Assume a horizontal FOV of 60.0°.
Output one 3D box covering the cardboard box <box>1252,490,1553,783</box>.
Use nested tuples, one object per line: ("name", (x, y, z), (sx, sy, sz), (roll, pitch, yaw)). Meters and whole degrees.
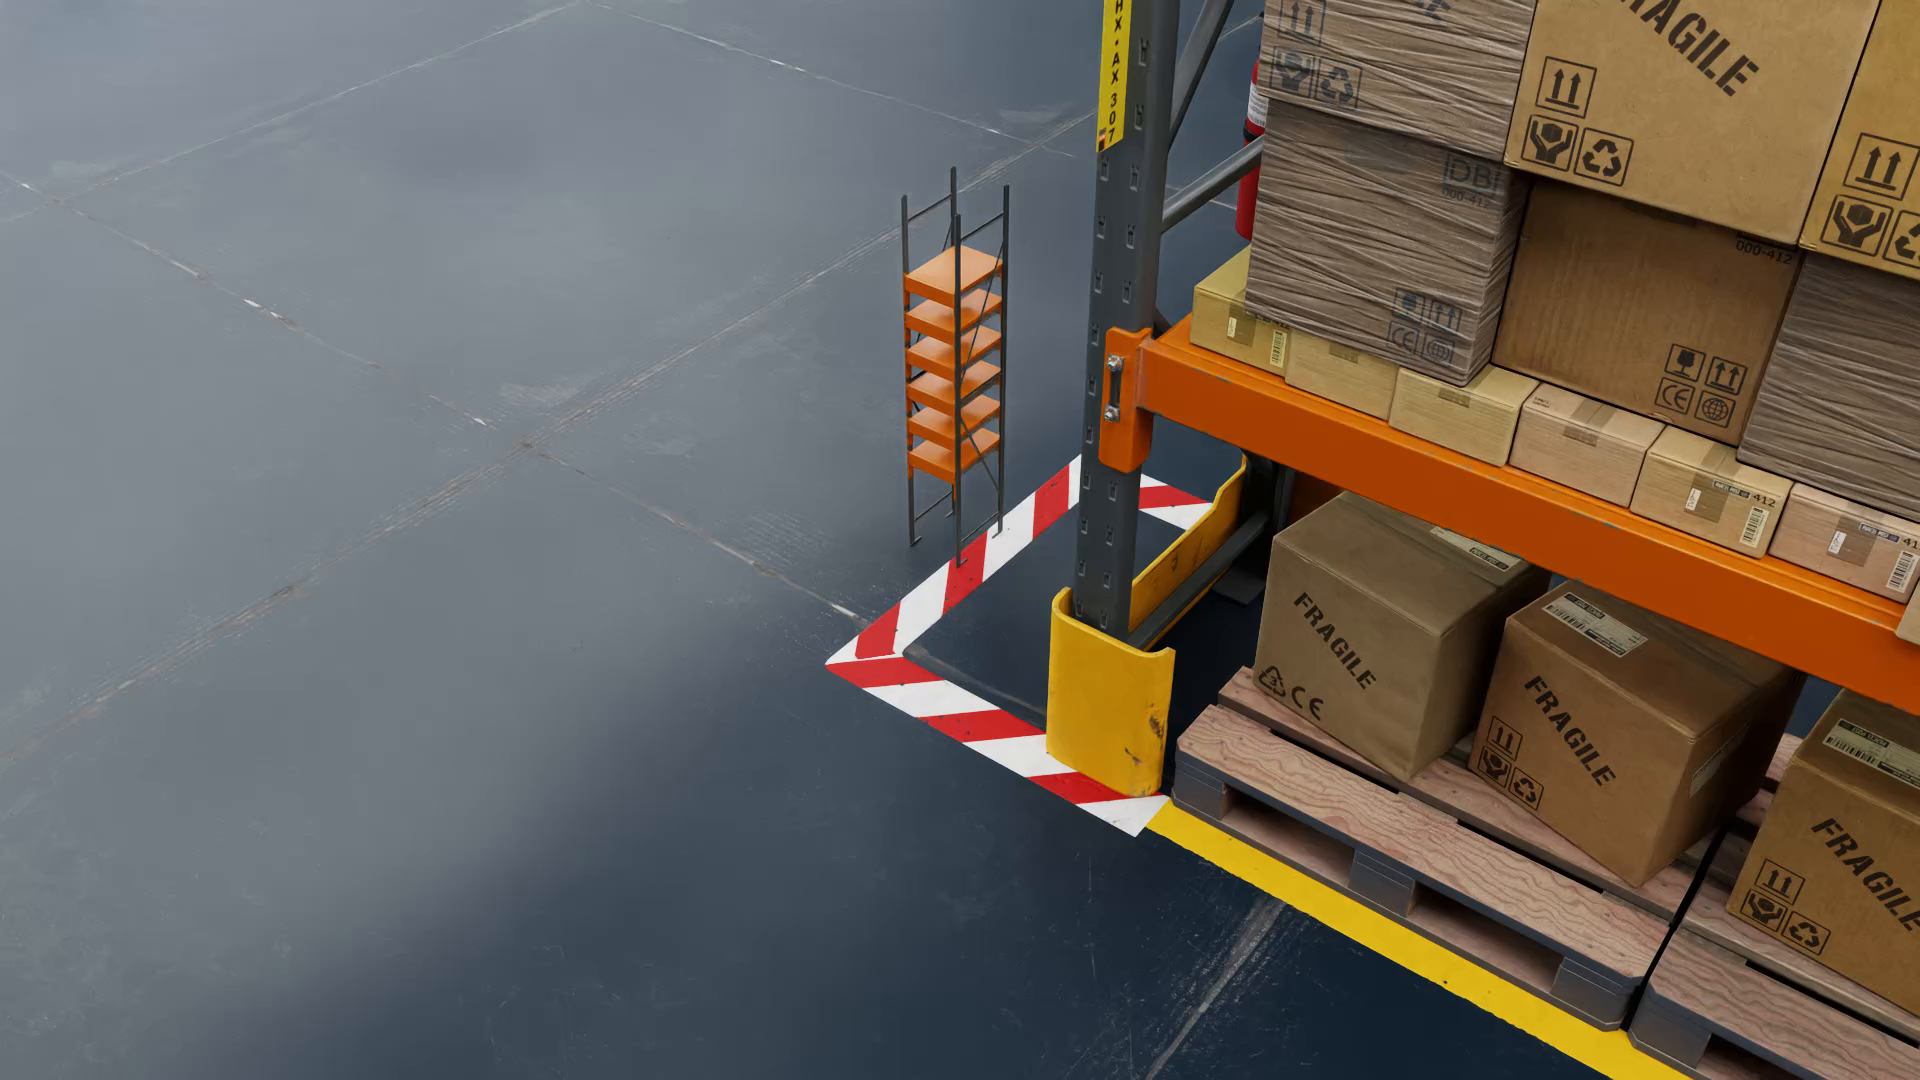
("cardboard box", (1.124, 0.197, 4.252), (0.500, 0.500, 0.500), (-29, 46, -32))

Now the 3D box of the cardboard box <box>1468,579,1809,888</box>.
("cardboard box", (1.620, 0.404, 3.987), (0.500, 0.500, 0.500), (-25, 45, -29))

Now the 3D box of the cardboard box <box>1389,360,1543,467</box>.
("cardboard box", (1.097, -0.337, 3.451), (0.250, 0.149, 0.380), (25, 45, 29))

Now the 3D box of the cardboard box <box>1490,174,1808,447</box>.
("cardboard box", (1.529, -0.672, 3.353), (0.500, 0.500, 0.875), (25, 45, 29))

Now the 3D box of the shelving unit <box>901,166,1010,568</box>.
("shelving unit", (-0.012, -0.478, 4.887), (0.189, 1.200, 0.258), (25, 45, 29))

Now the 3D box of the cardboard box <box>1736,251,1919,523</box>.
("cardboard box", (1.900, -0.464, 3.087), (0.500, 0.500, 0.875), (25, 45, 29))

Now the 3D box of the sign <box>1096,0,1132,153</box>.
("sign", (0.309, -0.939, 3.314), (0.005, 0.325, 0.100), (25, 45, 29))

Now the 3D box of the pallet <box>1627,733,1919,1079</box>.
("pallet", (2.288, 1.041, 3.749), (1.213, 0.211, 1.003), (25, 45, 29))

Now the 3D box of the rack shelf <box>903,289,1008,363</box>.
("rack shelf", (-0.012, -0.632, 4.767), (0.180, 0.103, 0.258), (25, 45, 29))

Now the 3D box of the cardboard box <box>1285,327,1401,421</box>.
("cardboard box", (0.907, -0.438, 3.580), (0.250, 0.149, 0.380), (25, 45, 29))

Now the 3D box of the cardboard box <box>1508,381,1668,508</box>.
("cardboard box", (1.308, -0.254, 3.345), (0.250, 0.149, 0.380), (25, 45, 29))

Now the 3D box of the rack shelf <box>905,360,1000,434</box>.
("rack shelf", (-0.012, -0.443, 4.915), (0.180, 0.103, 0.258), (25, 45, 29))

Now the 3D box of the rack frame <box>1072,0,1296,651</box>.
("rack frame", (0.639, -0.864, 3.920), (0.127, 3.000, 1.000), (25, 45, 29))

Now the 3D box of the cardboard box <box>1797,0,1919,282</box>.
("cardboard box", (1.701, -0.697, 2.574), (0.500, 0.500, 0.500), (25, 45, 29))

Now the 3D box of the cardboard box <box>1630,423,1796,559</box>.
("cardboard box", (1.502, -0.157, 3.221), (0.250, 0.149, 0.380), (25, 45, 29))

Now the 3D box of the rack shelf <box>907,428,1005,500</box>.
("rack shelf", (-0.012, -0.254, 5.062), (0.180, 0.103, 0.258), (25, 45, 29))

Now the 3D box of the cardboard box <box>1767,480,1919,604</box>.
("cardboard box", (1.717, -0.076, 3.118), (0.250, 0.149, 0.380), (25, 45, 29))

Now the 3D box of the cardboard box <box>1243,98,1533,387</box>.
("cardboard box", (1.059, -0.801, 3.517), (0.500, 0.500, 0.875), (25, 45, 29))

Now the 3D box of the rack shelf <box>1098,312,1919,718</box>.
("rack shelf", (2.227, 0.169, 3.185), (4.000, 0.370, 1.077), (25, 45, 29))

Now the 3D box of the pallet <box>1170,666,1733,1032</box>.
("pallet", (1.323, 0.584, 4.332), (1.213, 0.211, 1.003), (25, 45, 29))

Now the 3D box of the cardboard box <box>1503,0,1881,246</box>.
("cardboard box", (1.303, -0.884, 2.812), (0.500, 0.500, 0.500), (25, 45, 29))

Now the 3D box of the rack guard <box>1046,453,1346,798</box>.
("rack guard", (0.699, 0.149, 4.654), (0.348, 0.500, 1.175), (25, 45, 29))

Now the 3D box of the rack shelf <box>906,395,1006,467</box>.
("rack shelf", (-0.012, -0.349, 4.988), (0.180, 0.103, 0.258), (25, 45, 29))

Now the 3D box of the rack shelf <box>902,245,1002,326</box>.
("rack shelf", (-0.012, -0.727, 4.693), (0.180, 0.103, 0.258), (25, 45, 29))

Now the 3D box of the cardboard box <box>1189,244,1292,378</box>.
("cardboard box", (0.720, -0.541, 3.712), (0.250, 0.149, 0.380), (25, 45, 29))

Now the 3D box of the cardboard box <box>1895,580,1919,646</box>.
("cardboard box", (1.853, 0.068, 2.934), (0.250, 0.149, 0.380), (25, 45, 29))

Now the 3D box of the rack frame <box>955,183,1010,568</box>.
("rack frame", (0.061, -0.444, 4.843), (0.006, 1.200, 0.240), (25, 45, 29))

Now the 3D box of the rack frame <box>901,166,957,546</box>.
("rack frame", (-0.084, -0.512, 4.931), (0.006, 1.200, 0.240), (25, 45, 29))

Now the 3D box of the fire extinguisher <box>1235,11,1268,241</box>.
("fire extinguisher", (0.828, -1.102, 4.287), (0.183, 0.674, 0.296), (25, 45, 29))

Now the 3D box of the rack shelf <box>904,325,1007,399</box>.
("rack shelf", (-0.012, -0.538, 4.841), (0.180, 0.103, 0.258), (25, 45, 29))

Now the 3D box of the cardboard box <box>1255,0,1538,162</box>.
("cardboard box", (0.910, -1.074, 3.056), (0.500, 0.500, 0.500), (25, 45, 29))

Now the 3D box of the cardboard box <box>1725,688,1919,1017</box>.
("cardboard box", (2.106, 0.648, 3.676), (0.500, 0.500, 0.500), (30, 47, 32))
